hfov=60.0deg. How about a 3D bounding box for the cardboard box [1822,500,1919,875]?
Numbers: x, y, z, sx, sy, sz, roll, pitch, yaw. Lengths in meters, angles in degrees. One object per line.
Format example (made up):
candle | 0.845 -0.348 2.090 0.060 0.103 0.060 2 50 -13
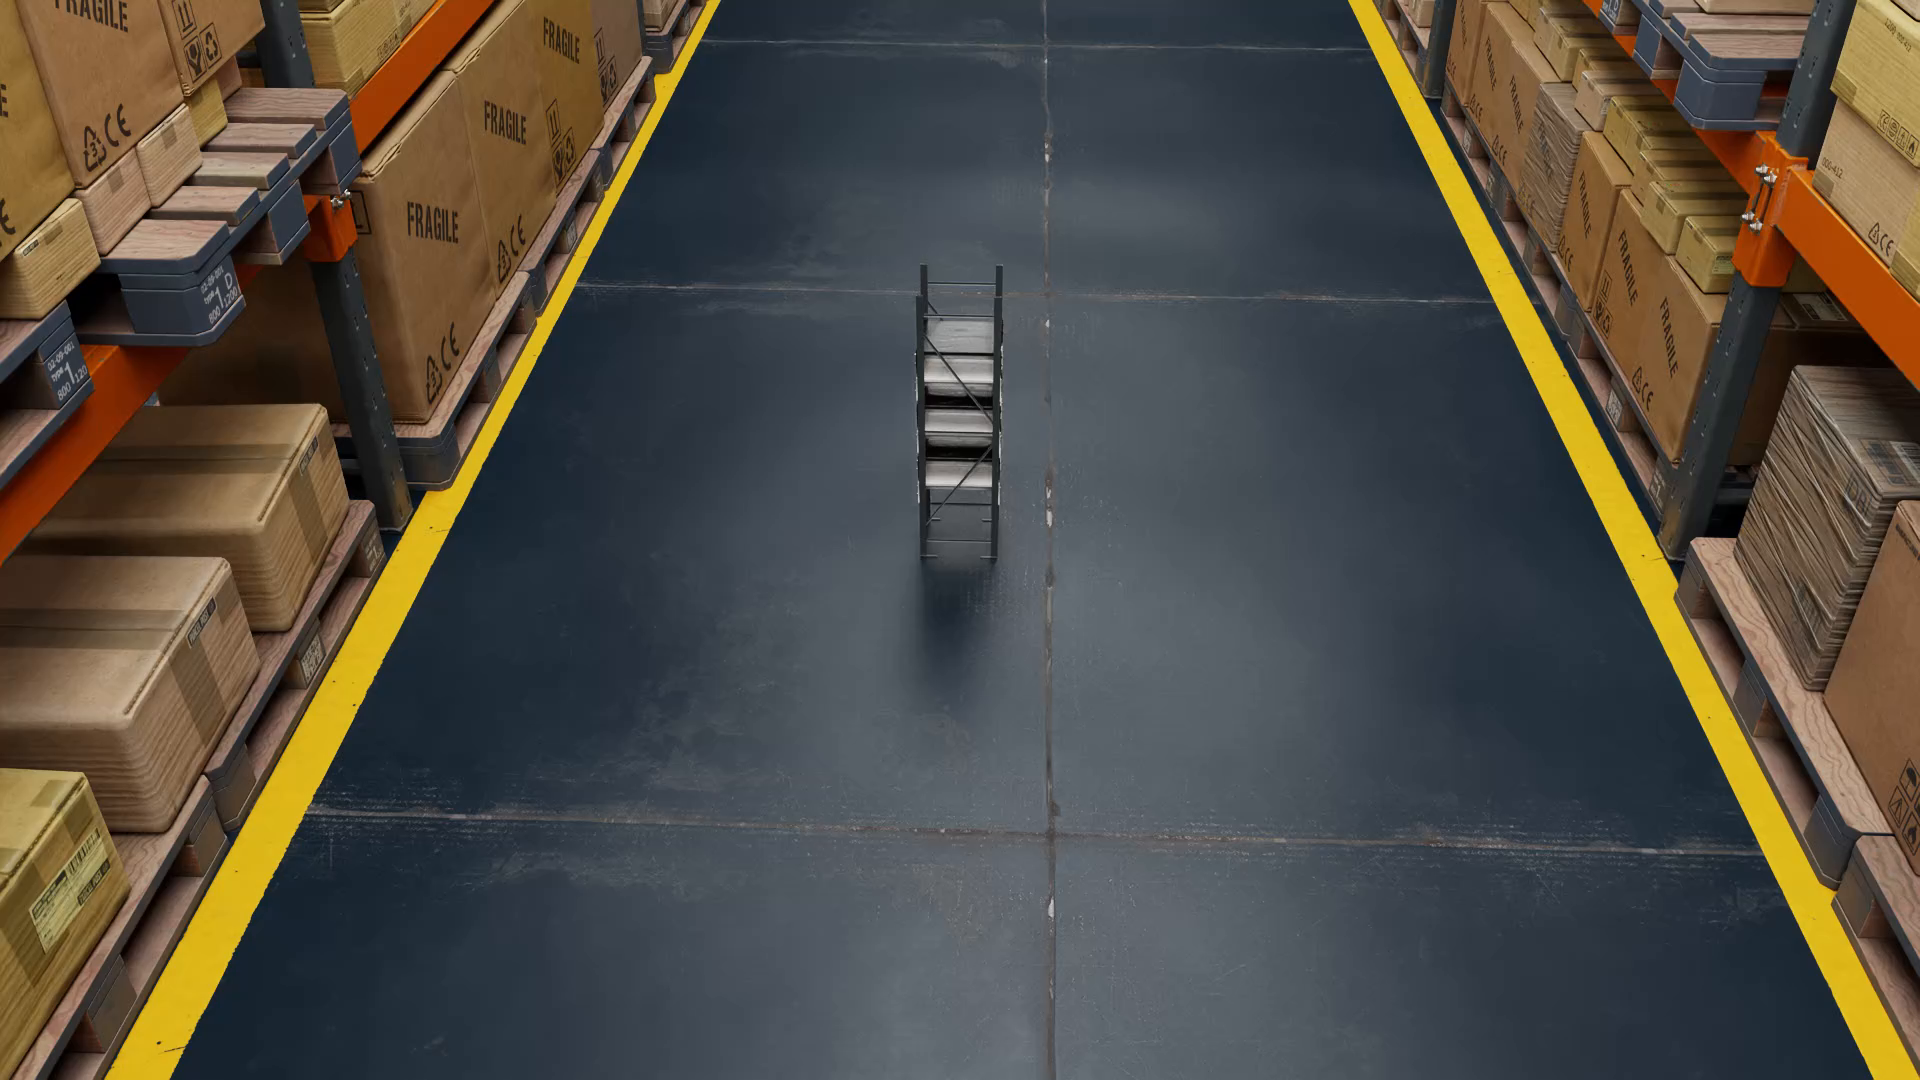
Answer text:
cardboard box | 2.636 0.354 3.838 0.875 0.625 0.625 2 35 3

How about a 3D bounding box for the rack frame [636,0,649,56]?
rack frame | -2.106 -3.590 7.750 1.000 3.000 0.127 1 35 2

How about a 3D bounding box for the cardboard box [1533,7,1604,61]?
cardboard box | 2.596 -2.083 6.850 0.380 0.149 0.250 1 35 2

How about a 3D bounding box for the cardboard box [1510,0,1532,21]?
cardboard box | 2.641 -2.384 7.278 0.380 0.149 0.250 0 35 -1

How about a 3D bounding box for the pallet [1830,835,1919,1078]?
pallet | 2.569 1.132 3.455 1.003 0.211 1.213 1 35 2

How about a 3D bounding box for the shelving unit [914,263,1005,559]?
shelving unit | 0.000 -0.373 4.998 0.258 0.900 0.210 1 35 2

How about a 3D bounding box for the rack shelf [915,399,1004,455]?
rack shelf | 0.000 -0.346 5.017 0.258 0.077 0.200 1 35 2

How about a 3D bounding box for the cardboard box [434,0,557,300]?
cardboard box | -2.116 -1.502 6.261 0.875 0.875 0.875 2 35 2

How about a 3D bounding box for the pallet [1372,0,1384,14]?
pallet | 2.929 -3.434 9.953 1.003 0.211 1.213 1 35 2

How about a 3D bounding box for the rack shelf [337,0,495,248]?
rack shelf | -2.186 -2.147 6.322 1.077 0.370 4.000 1 35 2

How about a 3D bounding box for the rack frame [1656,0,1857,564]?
rack frame | 2.693 -1.180 4.320 1.000 3.000 0.127 1 35 2

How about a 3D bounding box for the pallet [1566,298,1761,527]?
pallet | 2.761 -0.467 5.731 1.003 0.211 1.213 1 35 2

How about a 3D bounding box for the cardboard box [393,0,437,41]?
cardboard box | -1.993 -1.802 5.335 0.500 0.250 0.500 0 35 1

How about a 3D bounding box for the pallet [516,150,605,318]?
pallet | -2.108 -1.302 6.919 1.003 0.211 1.213 1 35 2

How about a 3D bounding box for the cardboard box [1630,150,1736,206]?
cardboard box | 2.495 -1.192 5.581 0.380 0.149 0.250 0 35 0

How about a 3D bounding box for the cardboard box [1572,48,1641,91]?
cardboard box | 2.602 -1.785 6.426 0.380 0.149 0.250 1 35 2

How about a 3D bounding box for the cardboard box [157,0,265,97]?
cardboard box | -2.007 -1.359 3.864 0.500 0.500 0.500 0 35 1

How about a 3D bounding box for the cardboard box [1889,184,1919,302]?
cardboard box | 2.406 -0.580 3.597 0.500 0.250 0.500 1 35 1

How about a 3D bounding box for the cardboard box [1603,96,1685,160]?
cardboard box | 2.560 -1.486 6.000 0.380 0.149 0.250 1 35 1

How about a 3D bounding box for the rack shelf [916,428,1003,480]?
rack shelf | 0.000 -0.272 5.069 0.258 0.077 0.200 1 35 2

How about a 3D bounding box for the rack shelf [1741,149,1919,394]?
rack shelf | 2.613 0.264 2.892 1.077 0.370 4.000 1 35 2

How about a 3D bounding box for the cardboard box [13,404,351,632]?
cardboard box | -2.299 -0.065 4.653 0.950 0.372 0.625 -1 35 -1

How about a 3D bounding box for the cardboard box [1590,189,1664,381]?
cardboard box | 2.526 -0.864 5.679 0.500 0.500 0.500 1 35 1

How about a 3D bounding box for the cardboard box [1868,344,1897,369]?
cardboard box | 2.990 -0.565 5.253 0.500 0.500 0.500 3 35 4

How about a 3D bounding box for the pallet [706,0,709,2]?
pallet | -1.951 -3.587 10.171 1.003 0.211 1.213 1 35 2

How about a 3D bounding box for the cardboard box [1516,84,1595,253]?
cardboard box | 2.547 -1.464 6.533 0.500 0.500 0.500 0 35 0

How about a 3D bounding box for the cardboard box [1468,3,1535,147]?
cardboard box | 2.598 -2.048 7.364 0.500 0.500 0.500 1 35 1

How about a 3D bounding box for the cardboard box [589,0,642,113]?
cardboard box | -2.051 -2.535 7.731 0.875 0.875 0.875 2 35 3

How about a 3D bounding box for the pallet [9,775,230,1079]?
pallet | -2.351 0.997 3.648 1.003 0.211 1.213 1 35 2

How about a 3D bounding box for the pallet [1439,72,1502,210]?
pallet | 2.859 -1.869 7.726 1.003 0.211 1.213 1 35 2

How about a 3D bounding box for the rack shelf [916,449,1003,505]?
rack shelf | 0.000 -0.198 5.121 0.258 0.077 0.200 1 35 2

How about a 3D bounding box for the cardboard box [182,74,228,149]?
cardboard box | -1.983 -1.012 3.934 0.380 0.149 0.250 2 35 3

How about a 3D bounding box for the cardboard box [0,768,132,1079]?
cardboard box | -2.357 0.795 3.430 0.950 0.372 0.625 2 35 3

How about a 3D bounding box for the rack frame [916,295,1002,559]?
rack frame | -0.004 -0.314 4.915 0.240 0.900 0.006 1 35 2

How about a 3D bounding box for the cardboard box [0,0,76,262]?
cardboard box | -2.036 -0.772 3.029 0.500 0.500 0.500 -1 35 -1

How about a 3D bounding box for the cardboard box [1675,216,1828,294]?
cardboard box | 2.460 -0.884 5.143 0.380 0.149 0.250 0 35 0

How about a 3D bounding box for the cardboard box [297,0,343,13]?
cardboard box | -1.999 -1.721 4.785 0.500 0.250 0.500 1 35 2

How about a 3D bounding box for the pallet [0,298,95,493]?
pallet | -2.305 -0.075 2.916 1.003 0.211 1.213 1 35 2

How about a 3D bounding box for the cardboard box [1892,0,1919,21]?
cardboard box | 2.386 -1.310 3.854 0.380 0.149 0.250 2 35 3

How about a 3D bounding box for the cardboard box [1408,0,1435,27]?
cardboard box | 2.583 -2.810 8.754 0.380 0.149 0.250 0 35 0

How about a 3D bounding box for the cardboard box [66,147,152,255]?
cardboard box | -1.967 -0.722 3.521 0.380 0.149 0.250 0 35 0

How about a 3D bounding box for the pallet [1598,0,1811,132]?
pallet | 2.650 -1.492 4.932 1.213 0.211 1.003 1 35 2
